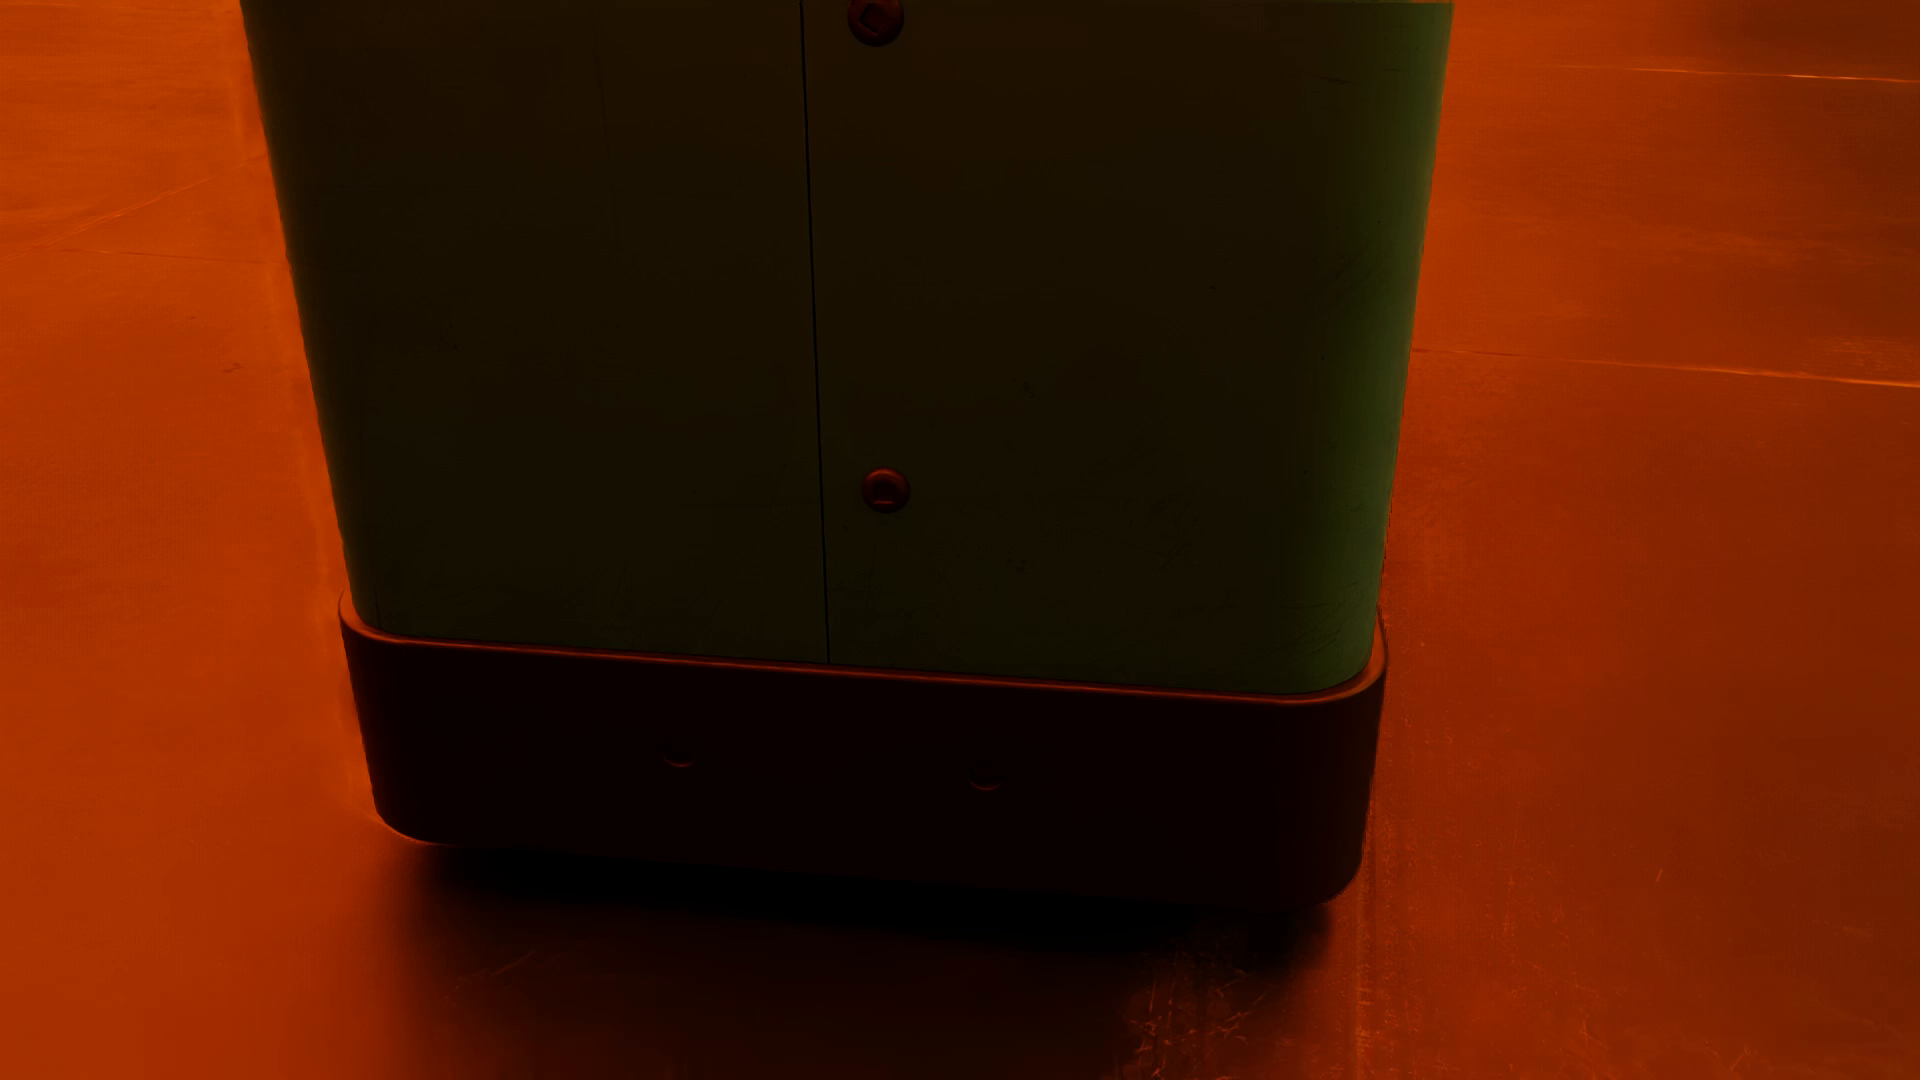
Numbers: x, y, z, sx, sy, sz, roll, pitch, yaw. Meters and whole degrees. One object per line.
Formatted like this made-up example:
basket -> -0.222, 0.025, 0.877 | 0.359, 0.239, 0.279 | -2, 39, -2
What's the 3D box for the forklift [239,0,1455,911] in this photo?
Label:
forklift -> 0.070, -1.583, 2.383 | 1.130, 2.935, 3.031 | 3, 27, 7
